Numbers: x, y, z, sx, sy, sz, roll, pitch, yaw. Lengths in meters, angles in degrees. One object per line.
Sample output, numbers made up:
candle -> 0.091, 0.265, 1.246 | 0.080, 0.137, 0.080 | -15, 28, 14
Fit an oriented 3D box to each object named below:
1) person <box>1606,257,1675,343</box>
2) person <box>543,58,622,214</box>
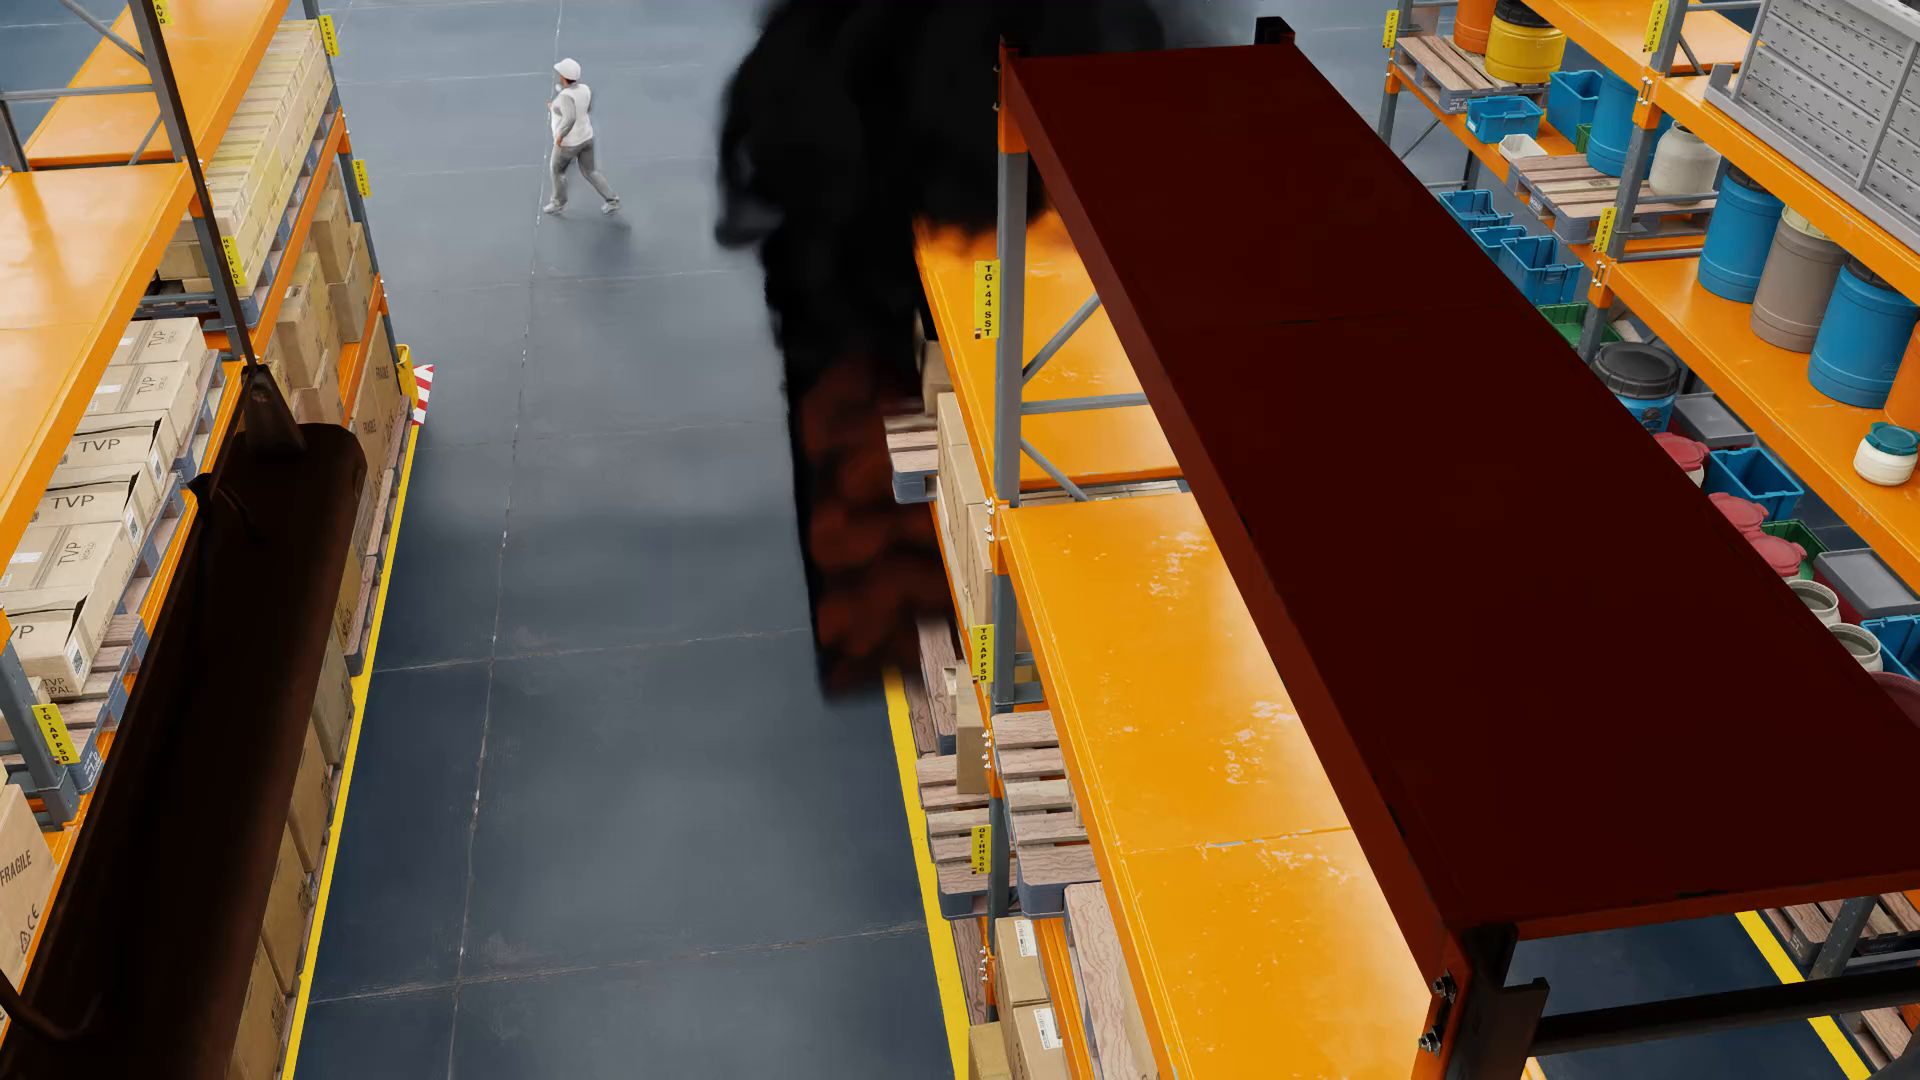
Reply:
person -> 6.048, -2.227, 15.066 | 0.679, 1.678, 0.619 | -12, 38, -16
person -> -4.147, -4.278, 17.773 | 0.962, 1.774, 0.662 | 19, 41, 24
